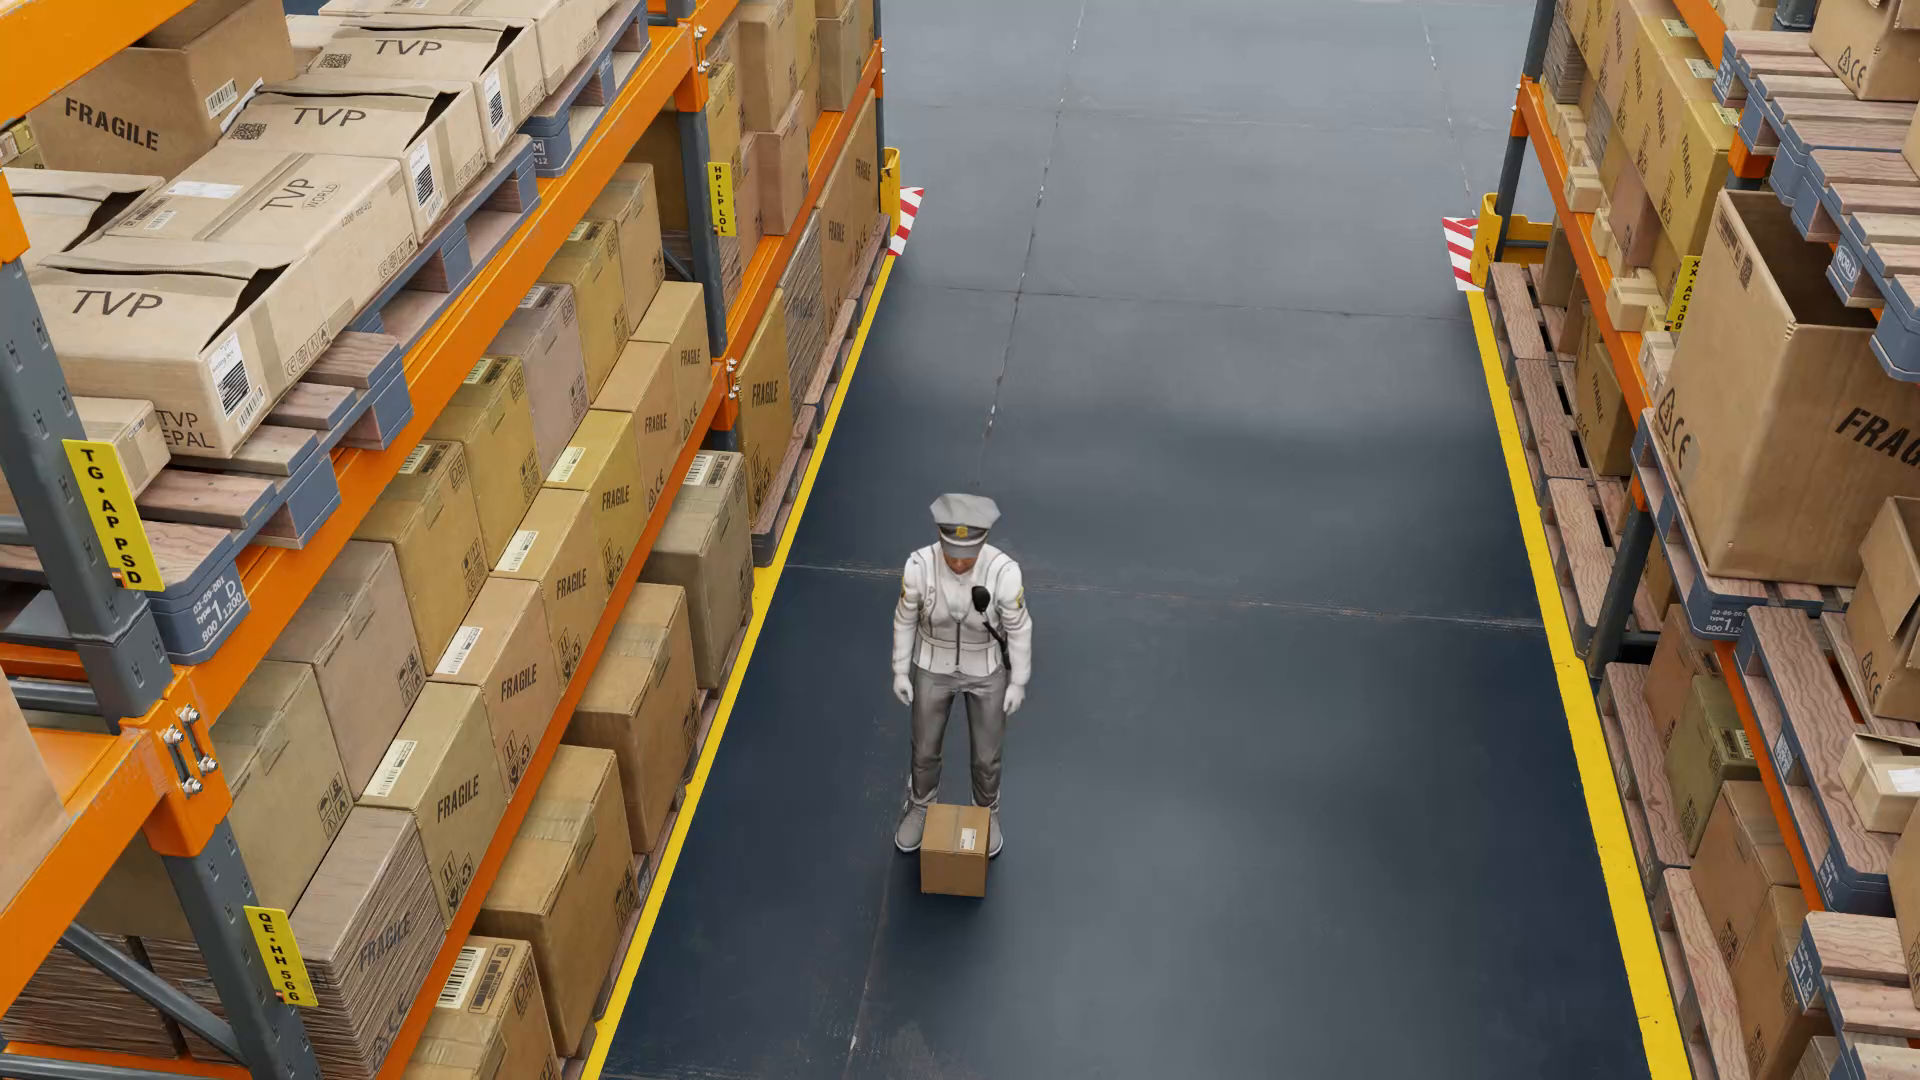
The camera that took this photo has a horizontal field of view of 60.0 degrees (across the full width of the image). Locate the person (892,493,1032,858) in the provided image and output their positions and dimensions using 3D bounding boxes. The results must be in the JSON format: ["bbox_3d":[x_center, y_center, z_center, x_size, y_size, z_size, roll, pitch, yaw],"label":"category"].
[{"bbox_3d":[0.004,0.517,6.337,0.528,1.658,0.373,4,37,6],"label":"person"}]
